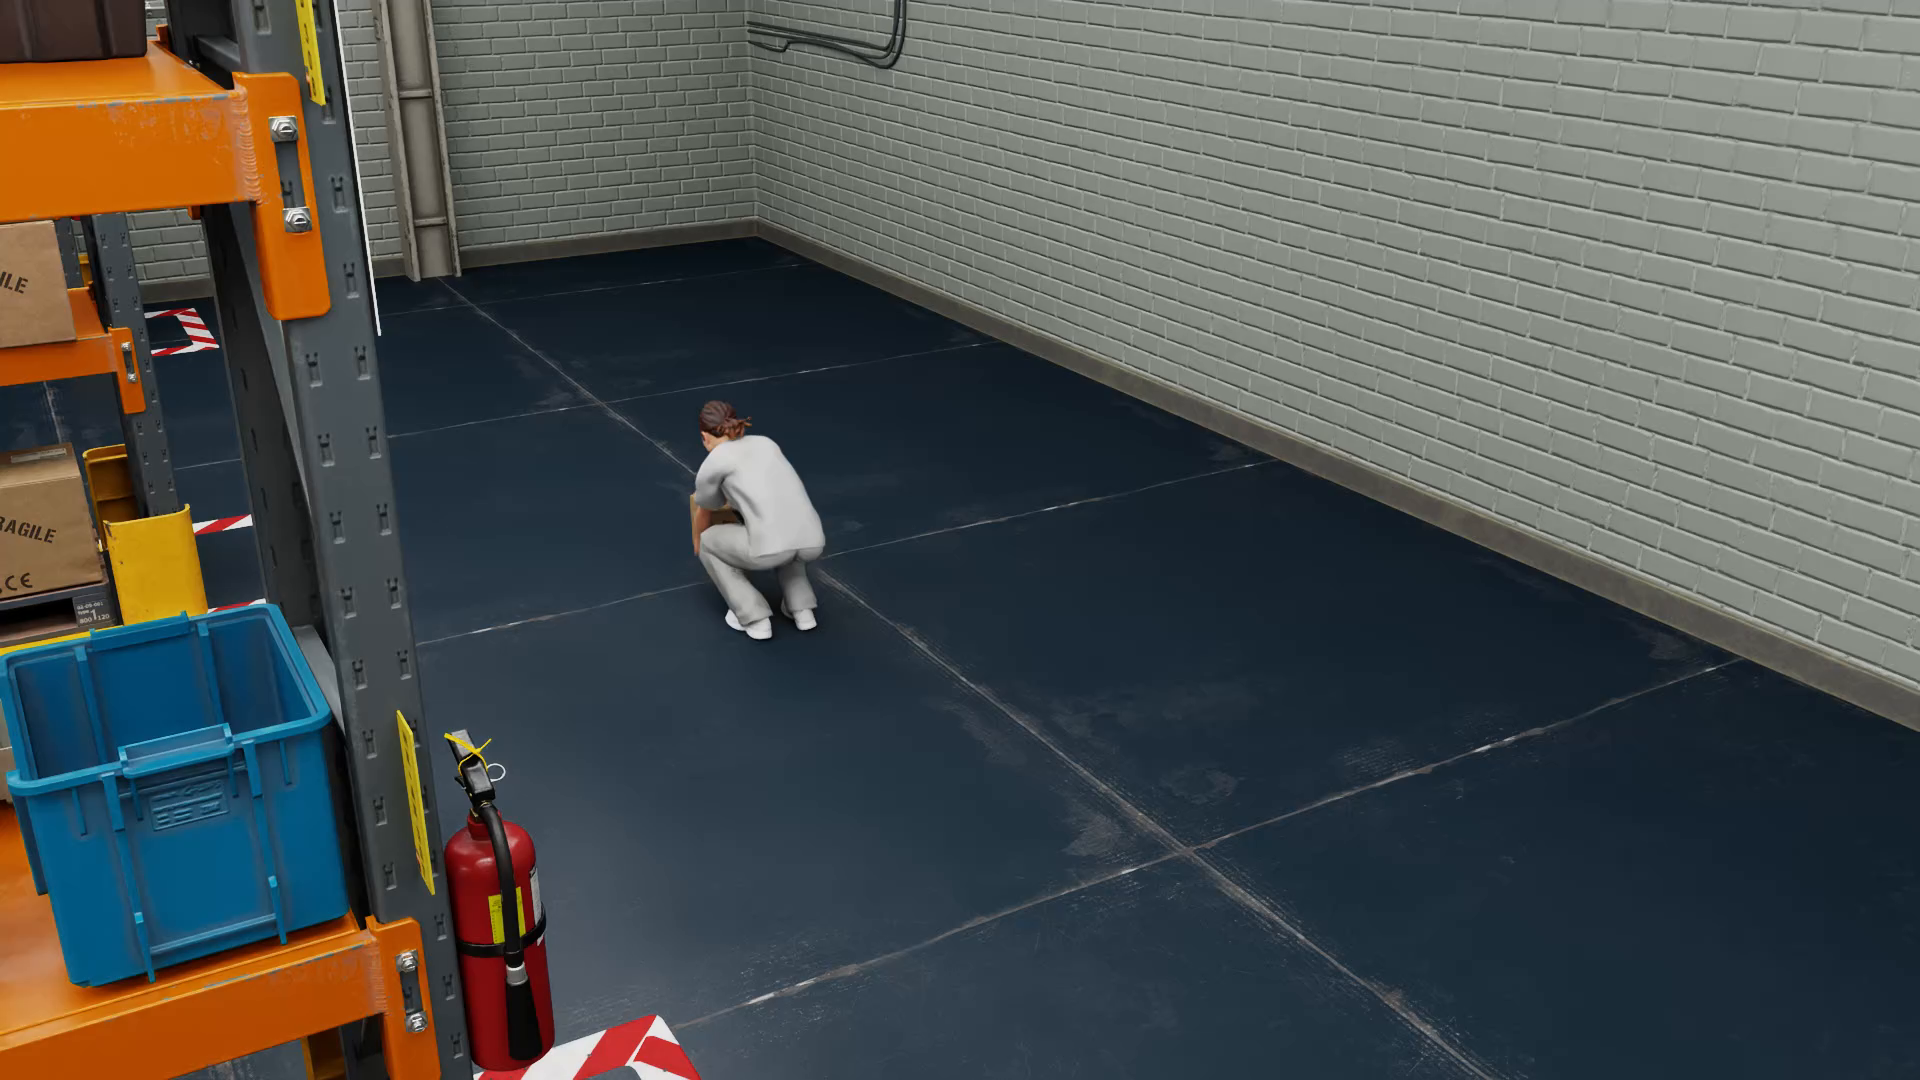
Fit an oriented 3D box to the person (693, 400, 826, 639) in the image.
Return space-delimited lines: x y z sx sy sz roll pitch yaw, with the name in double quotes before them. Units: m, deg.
"person" -0.910 -0.047 7.362 0.464 0.825 0.817 -13 25 -29
